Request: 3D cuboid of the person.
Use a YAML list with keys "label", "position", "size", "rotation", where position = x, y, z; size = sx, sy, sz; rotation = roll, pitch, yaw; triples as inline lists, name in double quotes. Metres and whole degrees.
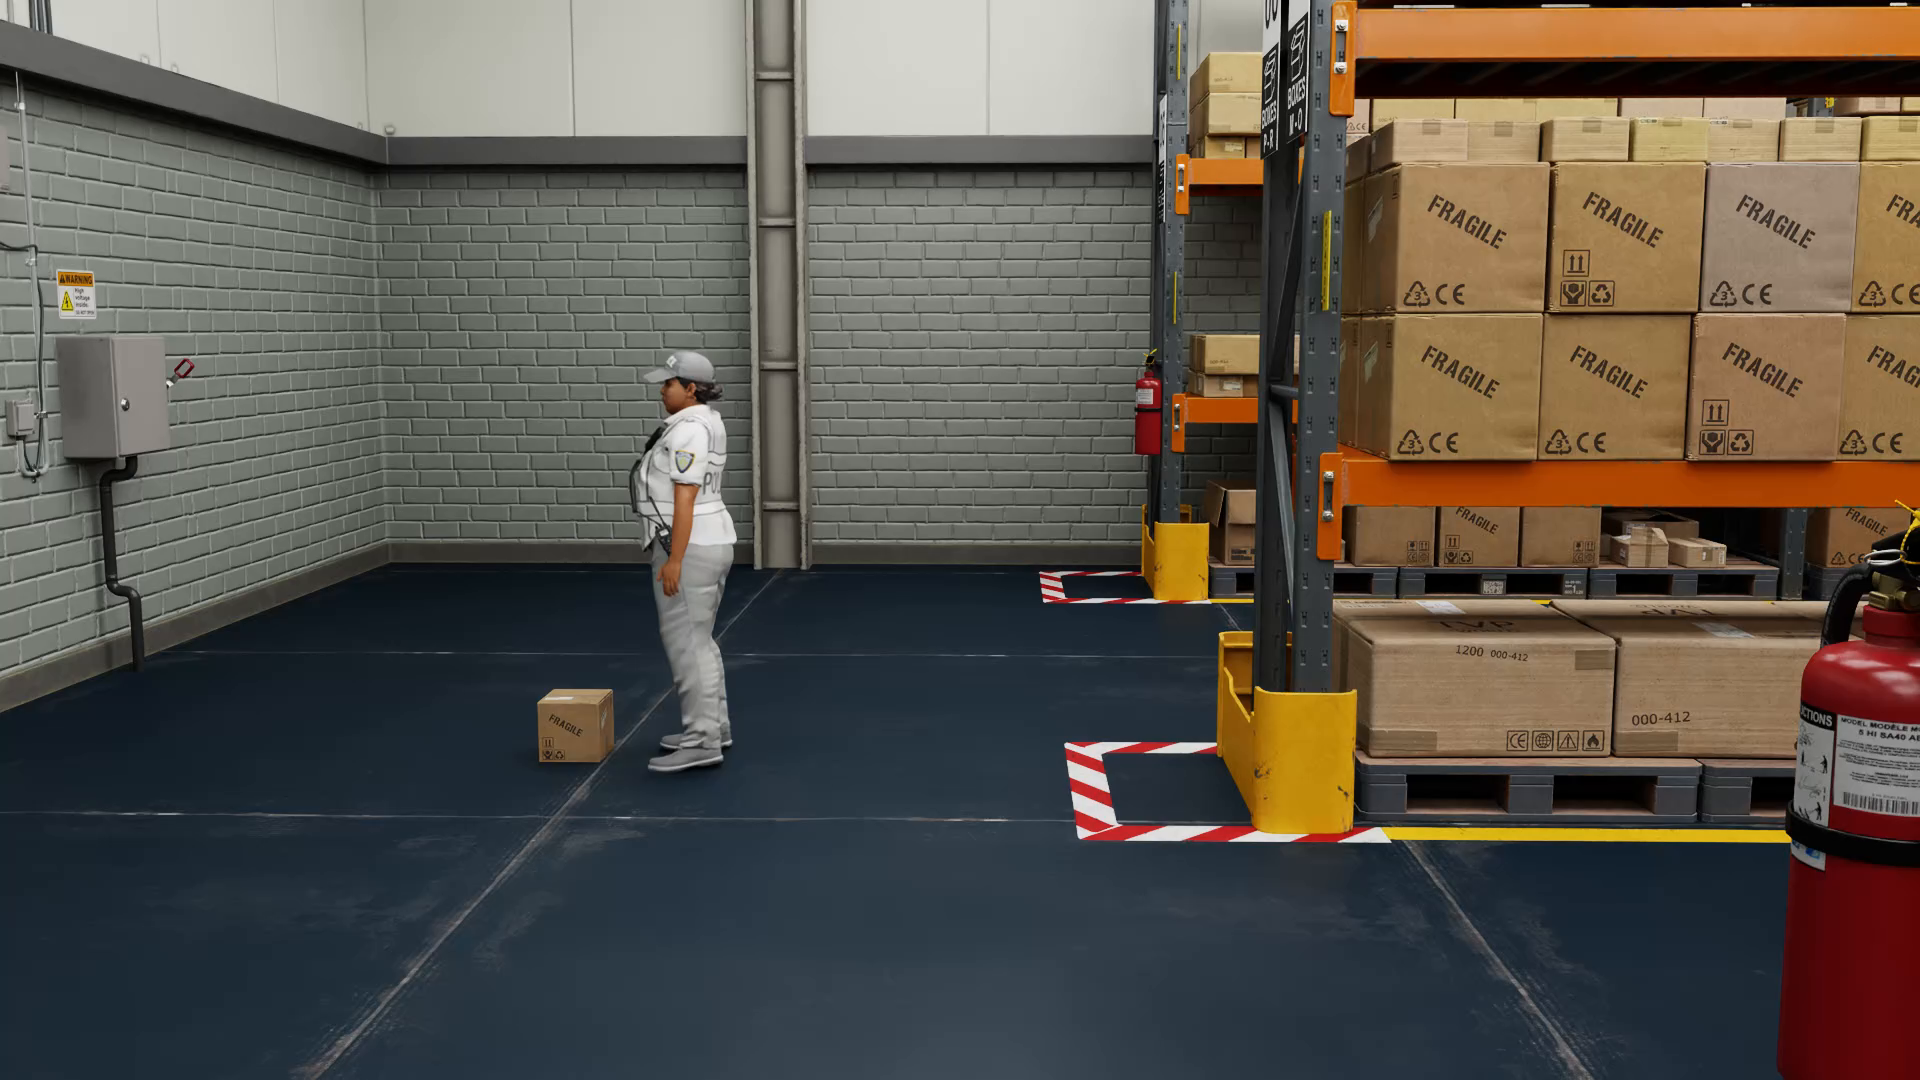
- label: "person"
  position: [-1.109, 0.074, 6.742]
  size: [0.389, 1.673, 0.478]
  rotation: [0, 7, 3]
